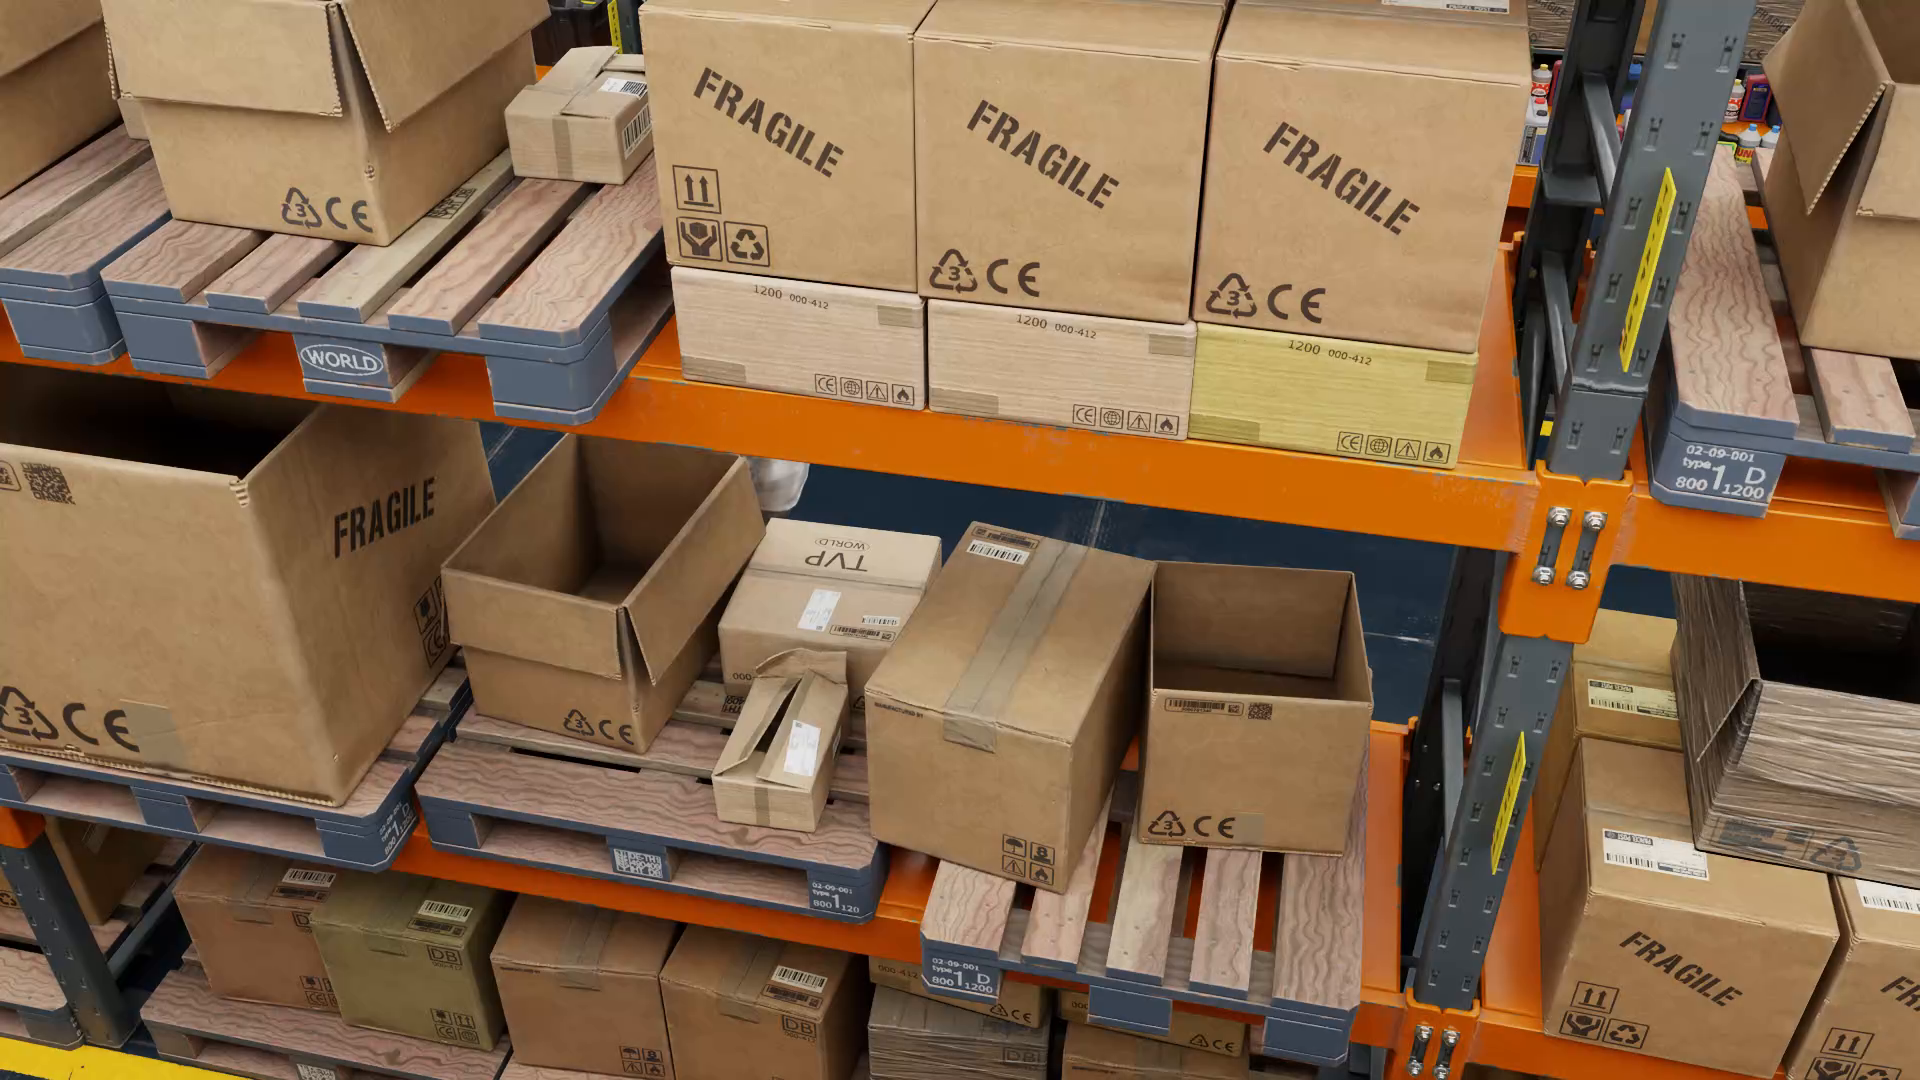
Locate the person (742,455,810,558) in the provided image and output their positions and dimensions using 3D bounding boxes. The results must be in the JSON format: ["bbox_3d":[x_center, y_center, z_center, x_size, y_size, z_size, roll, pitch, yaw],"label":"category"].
[{"bbox_3d":[-0.809,-0.235,6.446,0.464,1.769,0.582,6,37,8],"label":"person"}]
